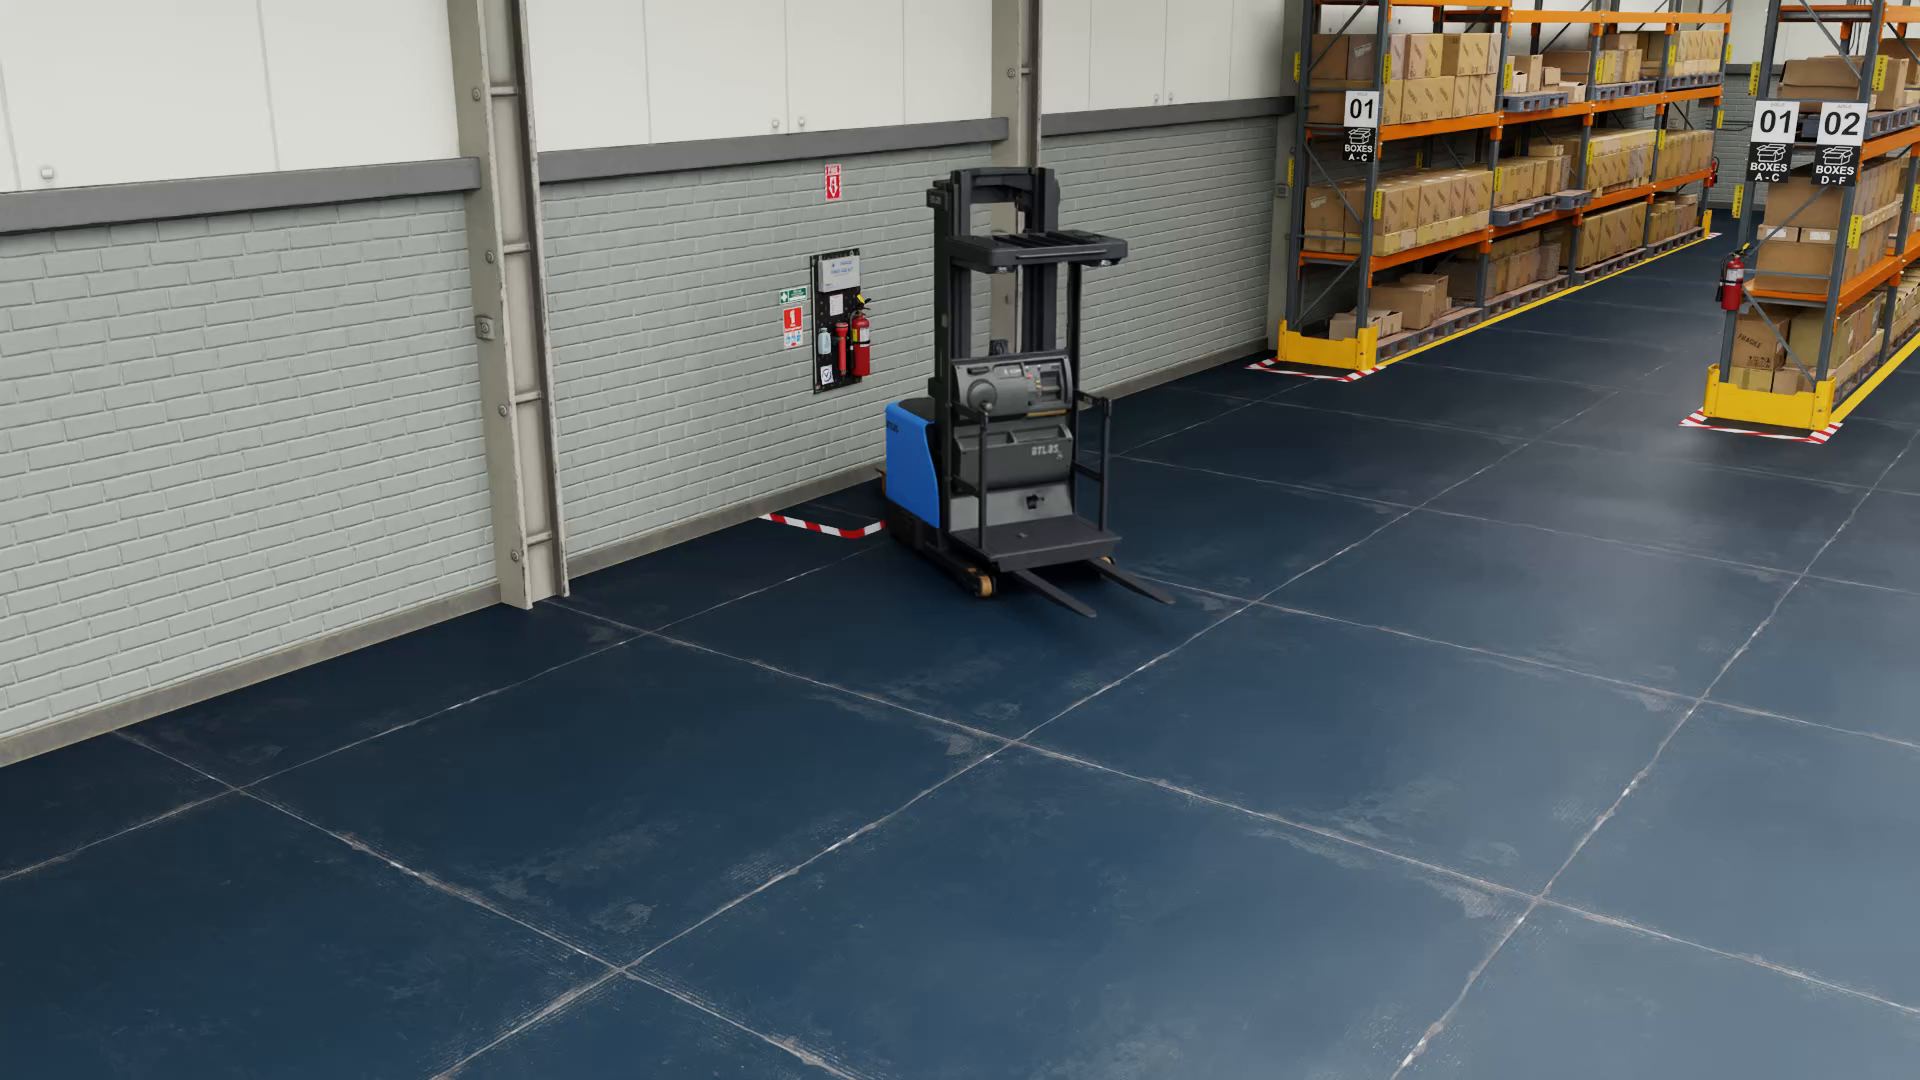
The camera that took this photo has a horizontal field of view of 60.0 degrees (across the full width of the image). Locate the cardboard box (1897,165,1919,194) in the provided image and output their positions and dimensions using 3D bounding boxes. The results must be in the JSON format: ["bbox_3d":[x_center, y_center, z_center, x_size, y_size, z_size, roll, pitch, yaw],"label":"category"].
[{"bbox_3d":[13.412,-5.005,23.428,0.700,0.500,0.500,5,18,16],"label":"cardboard box"}]

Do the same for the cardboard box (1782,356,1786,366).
[{"bbox_3d":[8.732,-1.870,18.137,0.500,0.250,0.500,12,21,35],"label":"cardboard box"}]

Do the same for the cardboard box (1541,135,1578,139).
[{"bbox_3d":[9.521,-6.296,26.491,0.500,0.250,0.500,12,21,33],"label":"cardboard box"}]

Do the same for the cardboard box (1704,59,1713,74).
[{"bbox_3d":[13.381,-8.631,30.297,0.500,0.250,0.500,11,21,33],"label":"cardboard box"}]

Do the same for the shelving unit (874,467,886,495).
[{"bbox_3d":[-0.412,-0.428,14.227,0.252,0.215,1.050,-8,18,-25],"label":"shelving unit"}]

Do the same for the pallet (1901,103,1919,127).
[{"bbox_3d":[10.257,-4.817,18.789,1.003,0.211,1.213,12,21,35],"label":"pallet"}]

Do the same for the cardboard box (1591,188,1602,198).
[{"bbox_3d":[9.913,-5.496,26.273,0.380,0.149,0.250,13,22,36],"label":"cardboard box"}]

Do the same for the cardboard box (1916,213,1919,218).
[{"bbox_3d":[12.876,-4.466,22.717,0.500,0.311,0.500,14,22,38],"label":"cardboard box"}]

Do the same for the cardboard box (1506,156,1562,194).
[{"bbox_3d":[8.564,-5.468,24.883,0.700,0.500,0.500,10,20,30],"label":"cardboard box"}]

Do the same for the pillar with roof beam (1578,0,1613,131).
[{"bbox_3d":[14.710,-8.838,26.531,9.100,9.000,0.400,12,21,35],"label":"pillar with roof beam"}]

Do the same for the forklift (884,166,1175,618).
[{"bbox_3d":[0.489,-1.132,11.947,1.130,2.935,3.031,-8,19,-24],"label":"forklift"}]

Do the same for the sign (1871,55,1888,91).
[{"bbox_3d":[8.803,-4.470,15.915,0.100,0.325,0.005,12,21,35],"label":"sign"}]

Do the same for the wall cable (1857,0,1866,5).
[{"bbox_3d":[19.743,-11.967,33.327,3.097,2.526,0.112,12,21,35],"label":"wall cable"}]

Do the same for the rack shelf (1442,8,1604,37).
[{"bbox_3d":[7.955,-7.316,23.516,1.077,0.370,4.000,12,21,35],"label":"rack shelf"}]

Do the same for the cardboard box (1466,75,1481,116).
[{"bbox_3d":[6.350,-5.717,21.335,0.500,0.500,0.500,10,20,30],"label":"cardboard box"}]

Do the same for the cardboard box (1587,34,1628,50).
[{"bbox_3d":[10.584,-8.142,27.173,0.500,0.250,0.500,12,21,33],"label":"cardboard box"}]

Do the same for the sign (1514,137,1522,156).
[{"bbox_3d":[8.699,-6.112,25.915,0.100,0.325,0.005,12,21,35],"label":"sign"}]

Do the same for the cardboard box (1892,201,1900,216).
[{"bbox_3d":[10.754,-3.889,19.448,0.380,0.149,0.250,12,21,35],"label":"cardboard box"}]

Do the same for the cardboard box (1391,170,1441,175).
[{"bbox_3d":[6.005,-4.608,21.978,0.500,0.500,0.500,12,21,34],"label":"cardboard box"}]

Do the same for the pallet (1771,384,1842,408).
[{"bbox_3d":[8.783,-1.540,17.846,1.003,0.211,1.213,12,21,35],"label":"pallet"}]

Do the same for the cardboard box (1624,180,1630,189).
[{"bbox_3d":[10.925,-5.936,27.690,0.380,0.149,0.250,12,21,35],"label":"cardboard box"}]

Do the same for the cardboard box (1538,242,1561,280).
[{"bbox_3d":[8.760,-4.297,25.497,0.700,0.500,0.500,13,21,35],"label":"cardboard box"}]

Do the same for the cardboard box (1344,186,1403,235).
[{"bbox_3d":[4.906,-3.913,19.741,0.500,0.500,0.500,12,21,35],"label":"cardboard box"}]

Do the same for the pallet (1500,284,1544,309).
[{"bbox_3d":[7.953,-3.655,24.657,1.003,0.211,1.213,12,21,35],"label":"pallet"}]

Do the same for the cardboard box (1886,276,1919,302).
[{"bbox_3d":[12.406,-3.330,21.890,0.500,0.311,0.500,12,21,34],"label":"cardboard box"}]

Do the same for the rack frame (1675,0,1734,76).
[{"bbox_3d":[13.914,-10.232,31.020,1.000,3.000,0.127,12,21,35],"label":"rack frame"}]

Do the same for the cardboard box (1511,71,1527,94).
[{"bbox_3d":[7.521,-6.362,23.058,0.500,0.311,0.500,13,22,36],"label":"cardboard box"}]

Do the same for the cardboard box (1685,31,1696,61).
[{"bbox_3d":[12.482,-8.626,29.016,0.500,0.500,0.500,12,21,34],"label":"cardboard box"}]

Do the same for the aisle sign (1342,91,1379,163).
[{"bbox_3d":[4.578,-4.728,19.026,0.394,0.787,0.004,12,21,35],"label":"aisle sign"}]

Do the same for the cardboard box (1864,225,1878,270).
[{"bbox_3d":[9.874,-3.330,18.740,0.700,0.500,0.500,13,21,35],"label":"cardboard box"}]

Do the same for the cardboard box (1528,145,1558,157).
[{"bbox_3d":[8.786,-5.863,25.061,0.380,0.149,0.250,9,19,26],"label":"cardboard box"}]

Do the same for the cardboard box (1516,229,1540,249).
[{"bbox_3d":[8.370,-4.531,24.985,0.500,0.250,0.500,13,21,36],"label":"cardboard box"}]

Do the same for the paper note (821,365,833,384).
[{"bbox_3d":[-1.136,-1.414,14.226,0.016,0.148,0.142,12,21,35],"label":"paper note"}]

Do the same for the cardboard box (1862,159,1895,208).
[{"bbox_3d":[10.185,-4.075,18.950,0.700,0.500,0.500,12,21,35],"label":"cardboard box"}]

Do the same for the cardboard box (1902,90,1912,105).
[{"bbox_3d":[10.245,-4.879,18.319,0.380,0.149,0.250,12,21,35],"label":"cardboard box"}]

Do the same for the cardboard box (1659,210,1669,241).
[{"bbox_3d":[12.360,-5.700,30.049,0.700,0.500,0.500,12,21,34],"label":"cardboard box"}]

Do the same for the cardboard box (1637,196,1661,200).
[{"bbox_3d":[12.737,-6.262,30.764,0.380,0.149,0.250,13,21,35],"label":"cardboard box"}]

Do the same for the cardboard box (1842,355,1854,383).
[{"bbox_3d":[9.452,-1.896,18.221,0.500,0.250,0.500,12,21,35],"label":"cardboard box"}]

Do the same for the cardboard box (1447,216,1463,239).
[{"bbox_3d":[6.134,-4.041,21.417,0.500,0.250,0.500,12,21,34],"label":"cardboard box"}]

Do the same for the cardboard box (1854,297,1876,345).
[{"bbox_3d":[10.041,-2.494,18.882,0.500,0.500,0.500,12,21,35],"label":"cardboard box"}]

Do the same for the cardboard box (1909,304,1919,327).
[{"bbox_3d":[12.100,-2.941,21.584,0.500,0.250,0.500,13,21,36],"label":"cardboard box"}]

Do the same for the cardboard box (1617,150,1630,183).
[{"bbox_3d":[10.562,-6.098,27.119,0.500,0.500,0.500,13,22,36],"label":"cardboard box"}]

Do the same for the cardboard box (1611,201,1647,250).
[{"bbox_3d":[11.248,-5.411,28.526,0.750,0.750,0.750,13,21,35],"label":"cardboard box"}]

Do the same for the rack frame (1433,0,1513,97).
[{"bbox_3d":[6.764,-7.374,21.816,1.000,3.000,0.127,12,21,35],"label":"rack frame"}]

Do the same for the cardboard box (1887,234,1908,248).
[{"bbox_3d":[11.436,-3.690,20.490,0.380,0.149,0.250,12,21,35],"label":"cardboard box"}]

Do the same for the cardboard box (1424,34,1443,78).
[{"bbox_3d":[5.441,-5.807,19.940,0.500,0.500,0.500,13,22,36],"label":"cardboard box"}]

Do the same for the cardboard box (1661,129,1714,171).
[{"bbox_3d":[13.618,-7.387,31.468,0.980,0.700,0.700,14,22,37],"label":"cardboard box"}]

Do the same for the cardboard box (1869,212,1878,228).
[{"bbox_3d":[9.841,-3.524,18.270,0.380,0.149,0.250,13,22,36],"label":"cardboard box"}]

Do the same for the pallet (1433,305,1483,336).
[{"bbox_3d":[6.392,-3.011,22.584,1.003,0.211,1.213,12,21,35],"label":"pallet"}]

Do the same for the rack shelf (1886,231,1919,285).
[{"bbox_3d":[11.936,-3.767,21.531,1.077,0.370,4.000,12,21,35],"label":"rack shelf"}]

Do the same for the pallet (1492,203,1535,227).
[{"bbox_3d":[7.336,-4.574,23.238,1.003,0.211,1.213,12,21,35],"label":"pallet"}]

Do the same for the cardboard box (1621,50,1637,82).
[{"bbox_3d":[10.638,-7.771,27.241,0.700,0.500,0.500,12,21,34],"label":"cardboard box"}]

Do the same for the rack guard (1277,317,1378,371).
[{"bbox_3d":[4.426,-2.381,20.067,1.175,0.500,0.348,12,21,35],"label":"rack guard"}]

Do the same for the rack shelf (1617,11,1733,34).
[{"bbox_3d":[12.722,-9.221,29.652,1.077,0.370,4.000,12,21,35],"label":"rack shelf"}]

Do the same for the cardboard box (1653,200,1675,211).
[{"bbox_3d":[12.720,-6.065,30.128,0.380,0.149,0.250,12,21,33],"label":"cardboard box"}]

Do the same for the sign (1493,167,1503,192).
[{"bbox_3d":[7.204,-4.828,22.275,0.100,0.325,0.005,12,21,35],"label":"sign"}]

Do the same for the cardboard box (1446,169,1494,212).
[{"bbox_3d":[6.730,-4.638,22.075,0.500,0.500,0.500,12,21,35],"label":"cardboard box"}]
